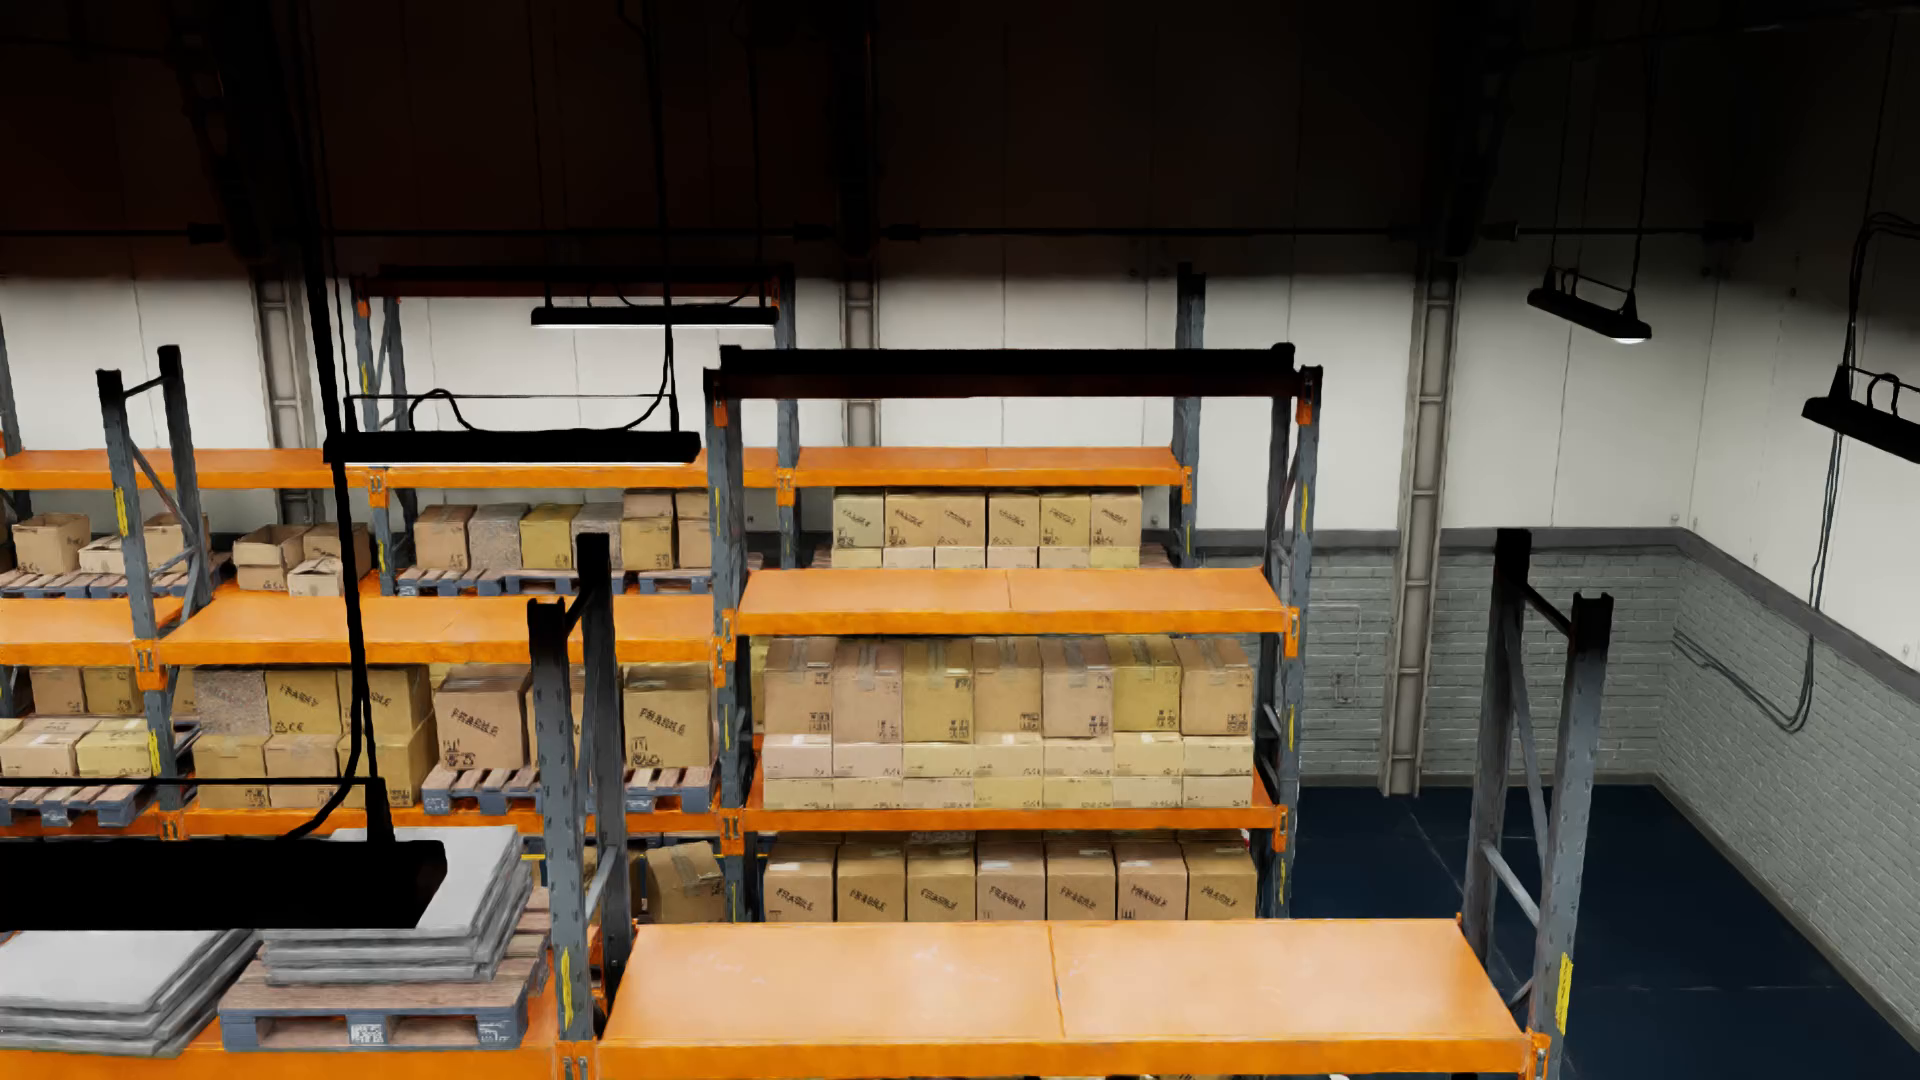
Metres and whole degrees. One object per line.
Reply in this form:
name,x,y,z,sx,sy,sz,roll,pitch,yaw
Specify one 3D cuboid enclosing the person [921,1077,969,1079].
person,-0.122,4.093,11.393,1.107,1.724,0.603,-1,16,-2
